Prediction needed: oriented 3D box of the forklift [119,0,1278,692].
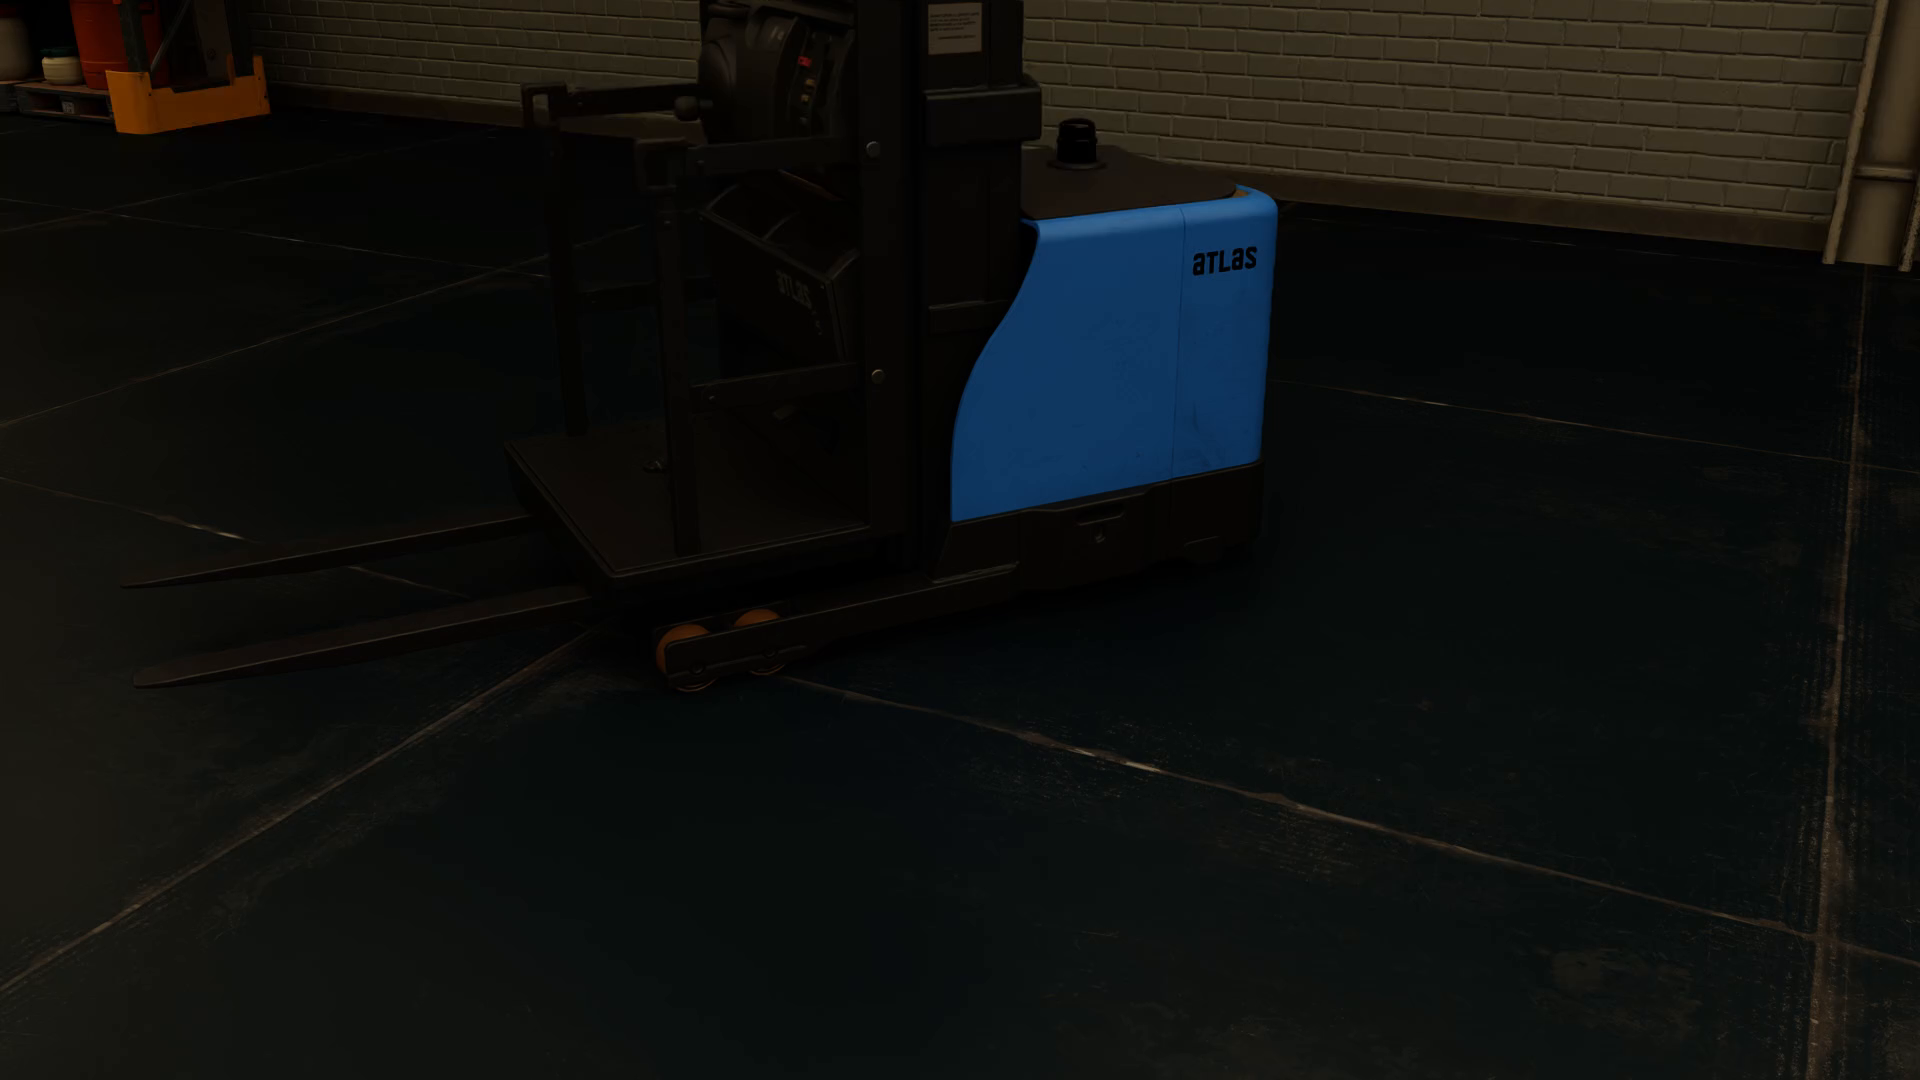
[{"bbox_3d":[-0.658,-1.204,4.150,3.031,2.935,1.130,-11,26,-25],"label":"forklift"}]
